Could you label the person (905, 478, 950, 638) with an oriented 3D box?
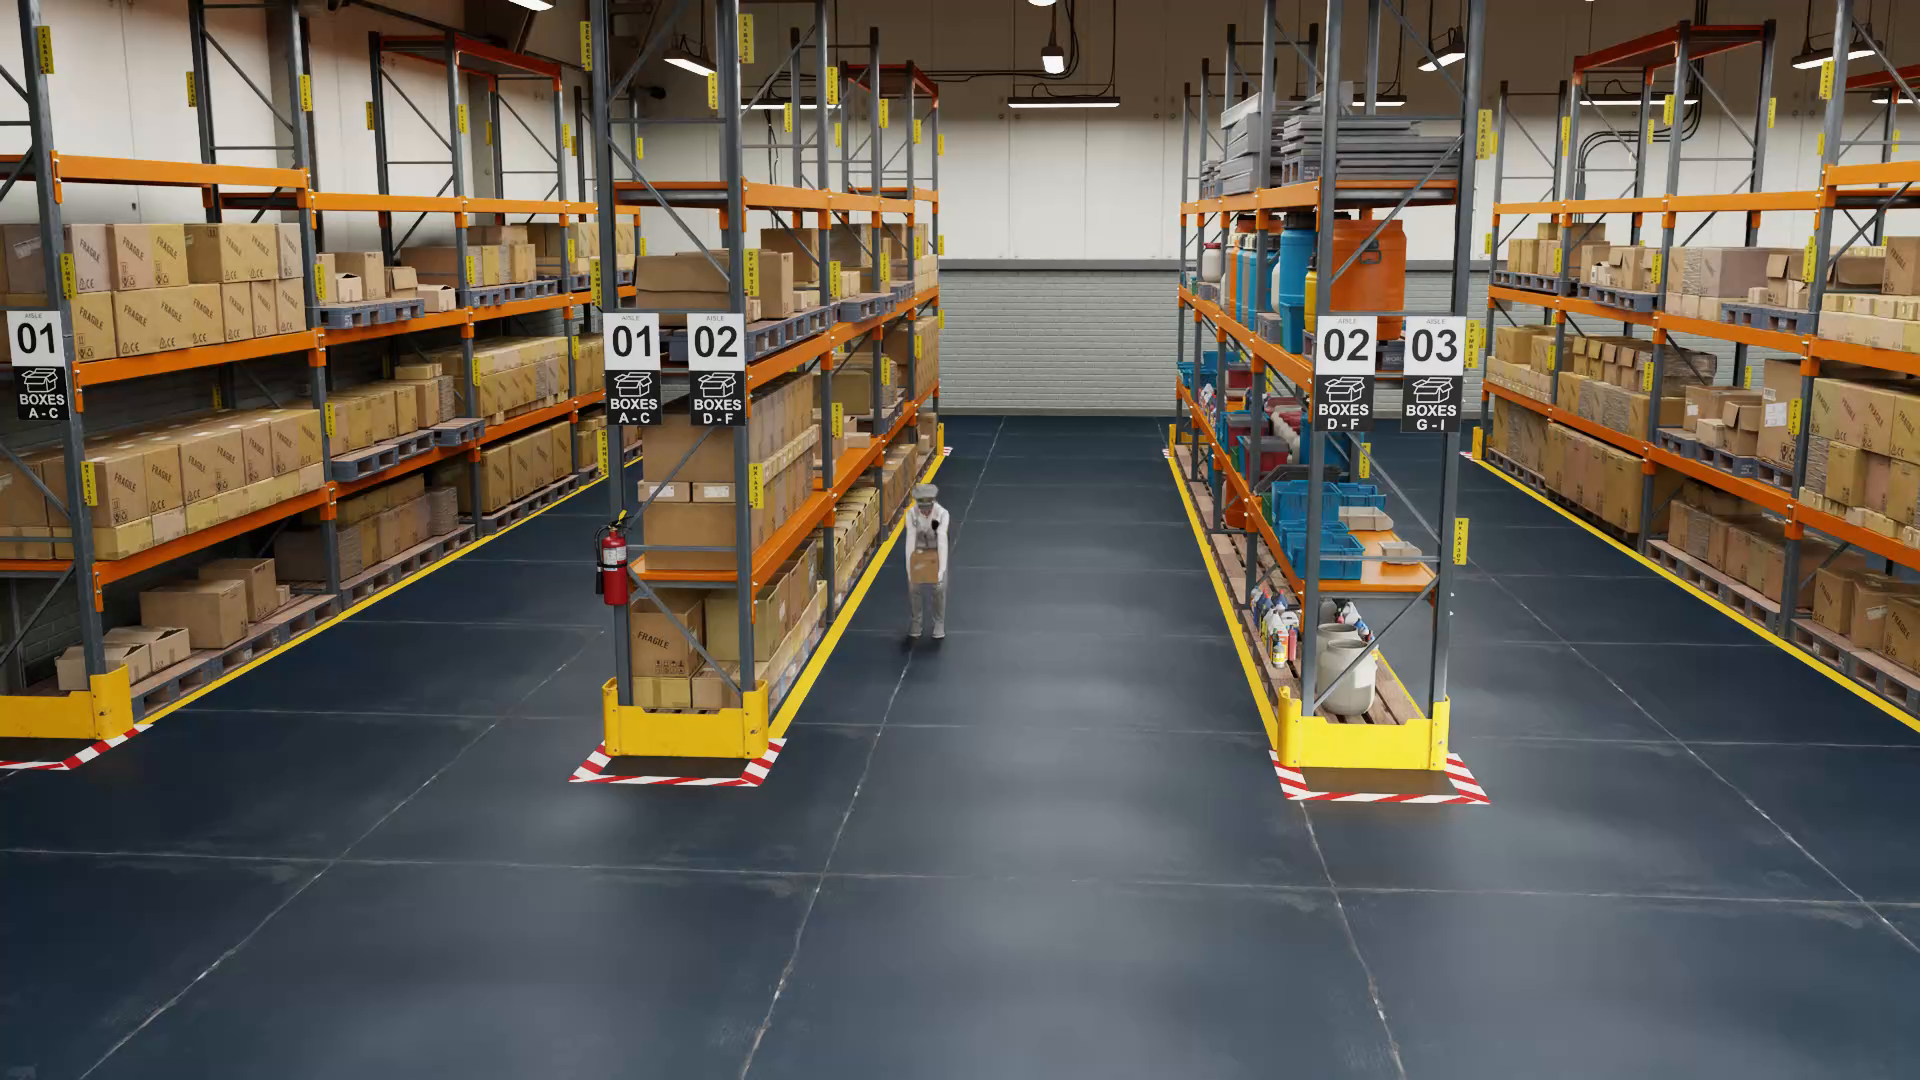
[{"bbox_3d":[-0.298,0.164,15.446,0.408,1.531,0.692,1,11,4],"label":"person"}]
